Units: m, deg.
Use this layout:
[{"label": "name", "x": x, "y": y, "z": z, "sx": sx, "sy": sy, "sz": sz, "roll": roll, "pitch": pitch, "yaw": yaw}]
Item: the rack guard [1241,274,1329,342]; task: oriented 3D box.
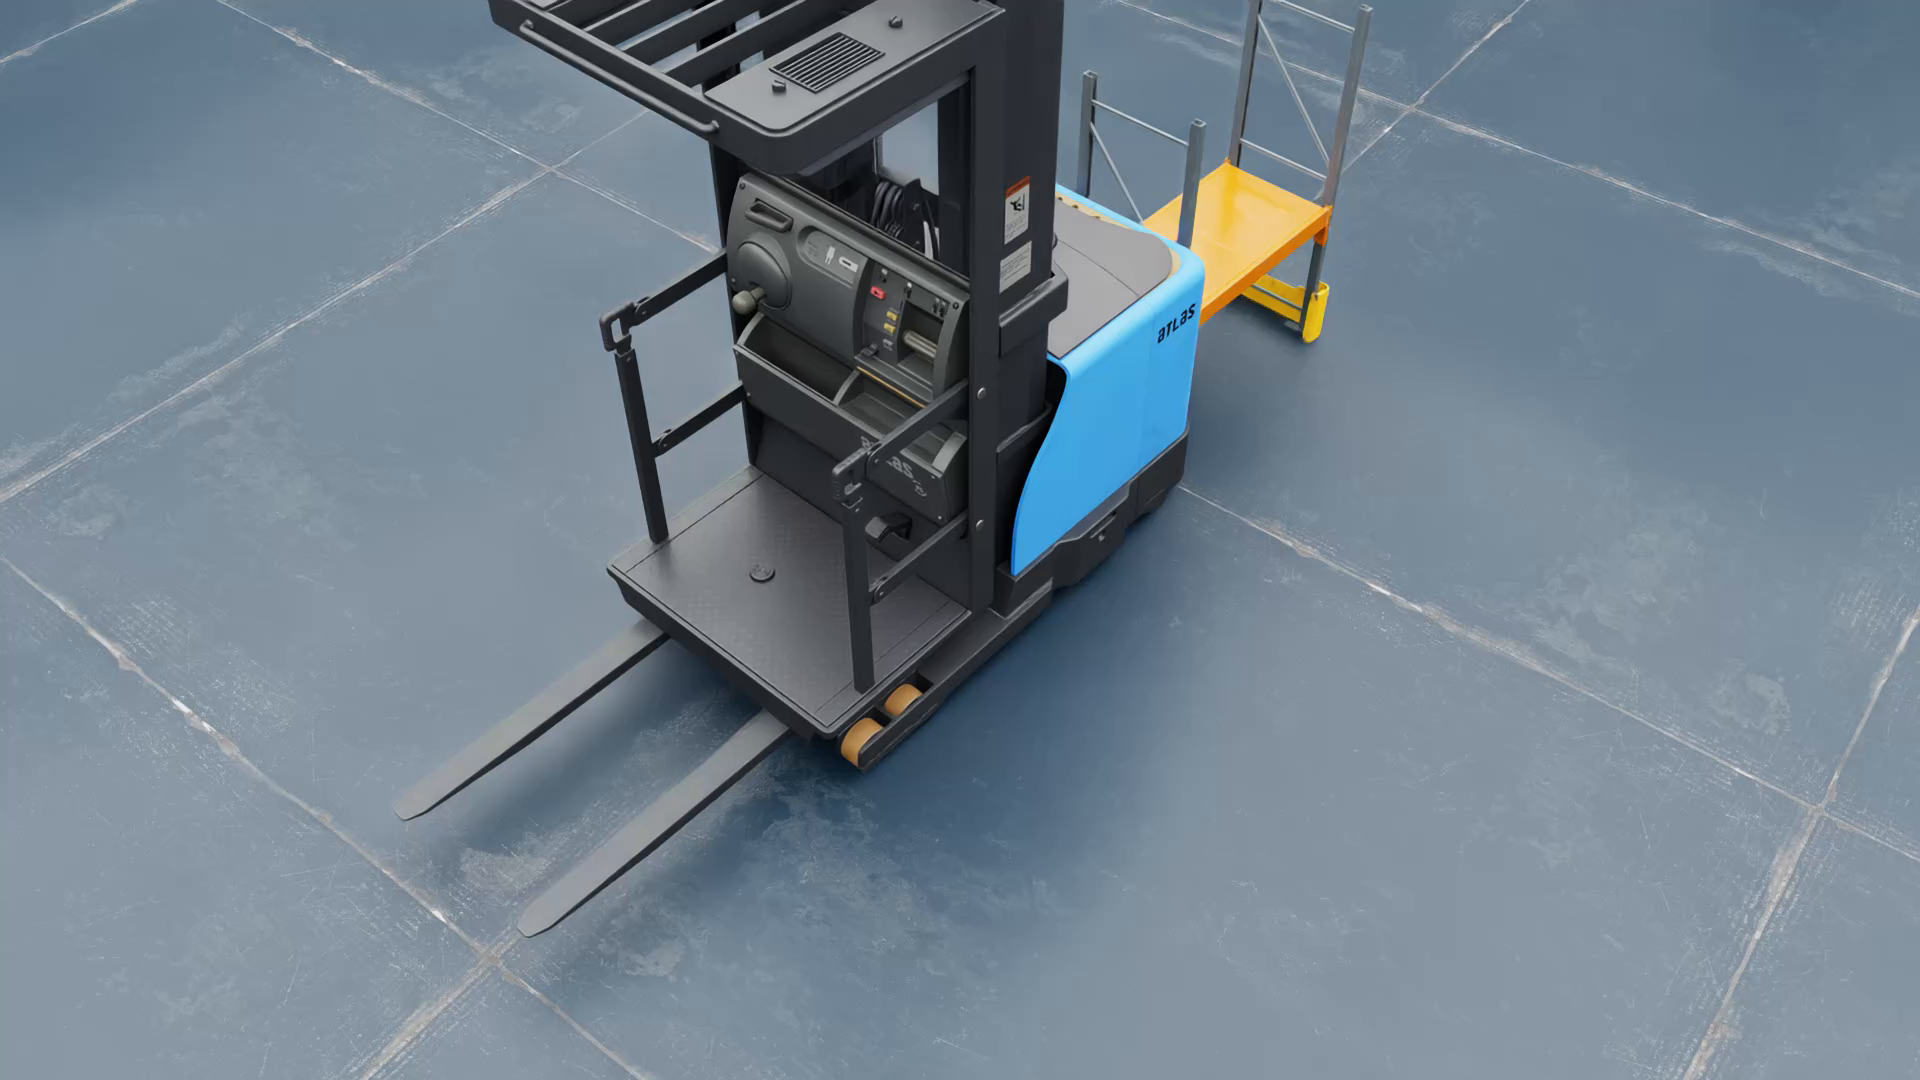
[{"label": "rack guard", "x": 1.296, "y": -1.085, "z": 7.113, "sx": 0.587, "sy": 0.250, "sz": 0.087, "roll": 33, "pitch": 55, "yaw": 27}]

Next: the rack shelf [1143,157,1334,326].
[{"label": "rack shelf", "x": 0.958, "y": -1.119, "z": 6.531, "sx": 0.538, "sy": 0.185, "sz": 1.000, "roll": 33, "pitch": 55, "yaw": 27}]

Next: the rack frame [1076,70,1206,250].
[{"label": "rack frame", "x": 0.618, "y": -0.970, "z": 6.139, "sx": 0.500, "sy": 1.500, "sz": 0.032, "roll": 33, "pitch": 55, "yaw": 27}]

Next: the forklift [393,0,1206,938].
[{"label": "forklift", "x": -0.497, "y": -0.676, "z": 4.869, "sx": 1.130, "sy": 2.935, "sz": 3.031, "roll": 33, "pitch": 55, "yaw": 27}]

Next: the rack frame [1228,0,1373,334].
[{"label": "rack frame", "x": 1.297, "y": -1.517, "z": 6.662, "sx": 0.500, "sy": 1.500, "sz": 0.032, "roll": 33, "pitch": 55, "yaw": 27}]

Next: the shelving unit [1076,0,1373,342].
[{"label": "shelving unit", "x": 0.964, "y": -1.248, "z": 6.405, "sx": 0.587, "sy": 1.500, "sz": 1.083, "roll": 33, "pitch": 55, "yaw": 27}]
